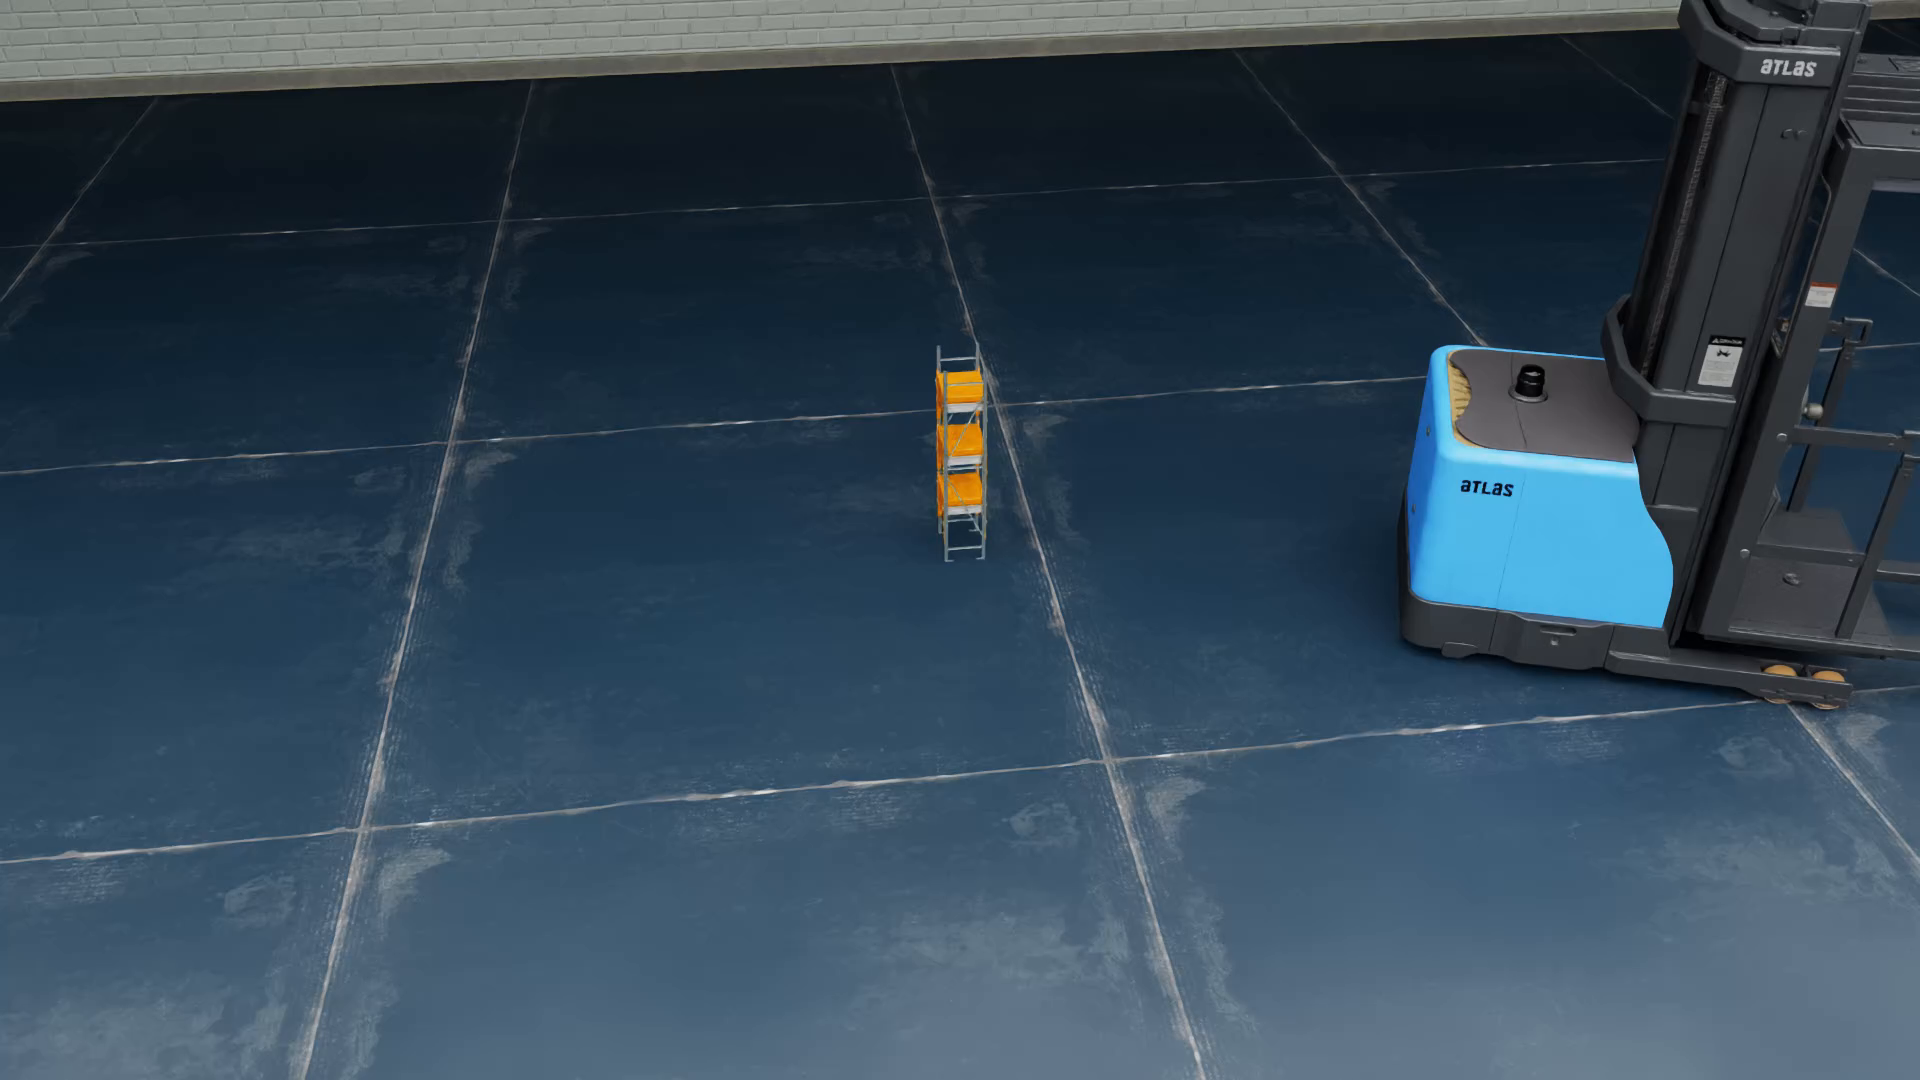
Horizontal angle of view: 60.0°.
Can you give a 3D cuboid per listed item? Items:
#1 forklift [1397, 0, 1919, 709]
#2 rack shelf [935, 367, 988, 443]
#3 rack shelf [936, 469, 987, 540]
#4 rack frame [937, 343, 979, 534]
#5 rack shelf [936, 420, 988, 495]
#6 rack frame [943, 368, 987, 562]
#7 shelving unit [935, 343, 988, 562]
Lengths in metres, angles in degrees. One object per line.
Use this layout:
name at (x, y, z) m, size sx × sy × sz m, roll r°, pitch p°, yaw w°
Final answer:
forklift at (3.559, -0.808, 6.833) m, size 3.031 × 2.935 × 1.130 m, roll 6°, pitch 35°, yaw 9°
rack shelf at (0.007, -0.630, 7.757) m, size 0.215 × 0.259 × 0.240 m, roll -4°, pitch 35°, yaw -6°
rack shelf at (0.007, -0.166, 8.073) m, size 0.215 × 0.259 × 0.240 m, roll -4°, pitch 35°, yaw -6°
rack frame at (-0.009, -0.472, 8.010) m, size 0.200 × 1.050 × 0.008 m, roll -4°, pitch 35°, yaw -6°
rack shelf at (0.007, -0.395, 7.916) m, size 0.215 × 0.259 × 0.240 m, roll -4°, pitch 35°, yaw -6°
rack frame at (0.024, -0.336, 7.811) m, size 0.200 × 1.050 × 0.008 m, roll -4°, pitch 35°, yaw -6°
shelving unit at (0.007, -0.404, 7.911) m, size 0.215 × 1.050 × 0.252 m, roll -4°, pitch 35°, yaw -6°
